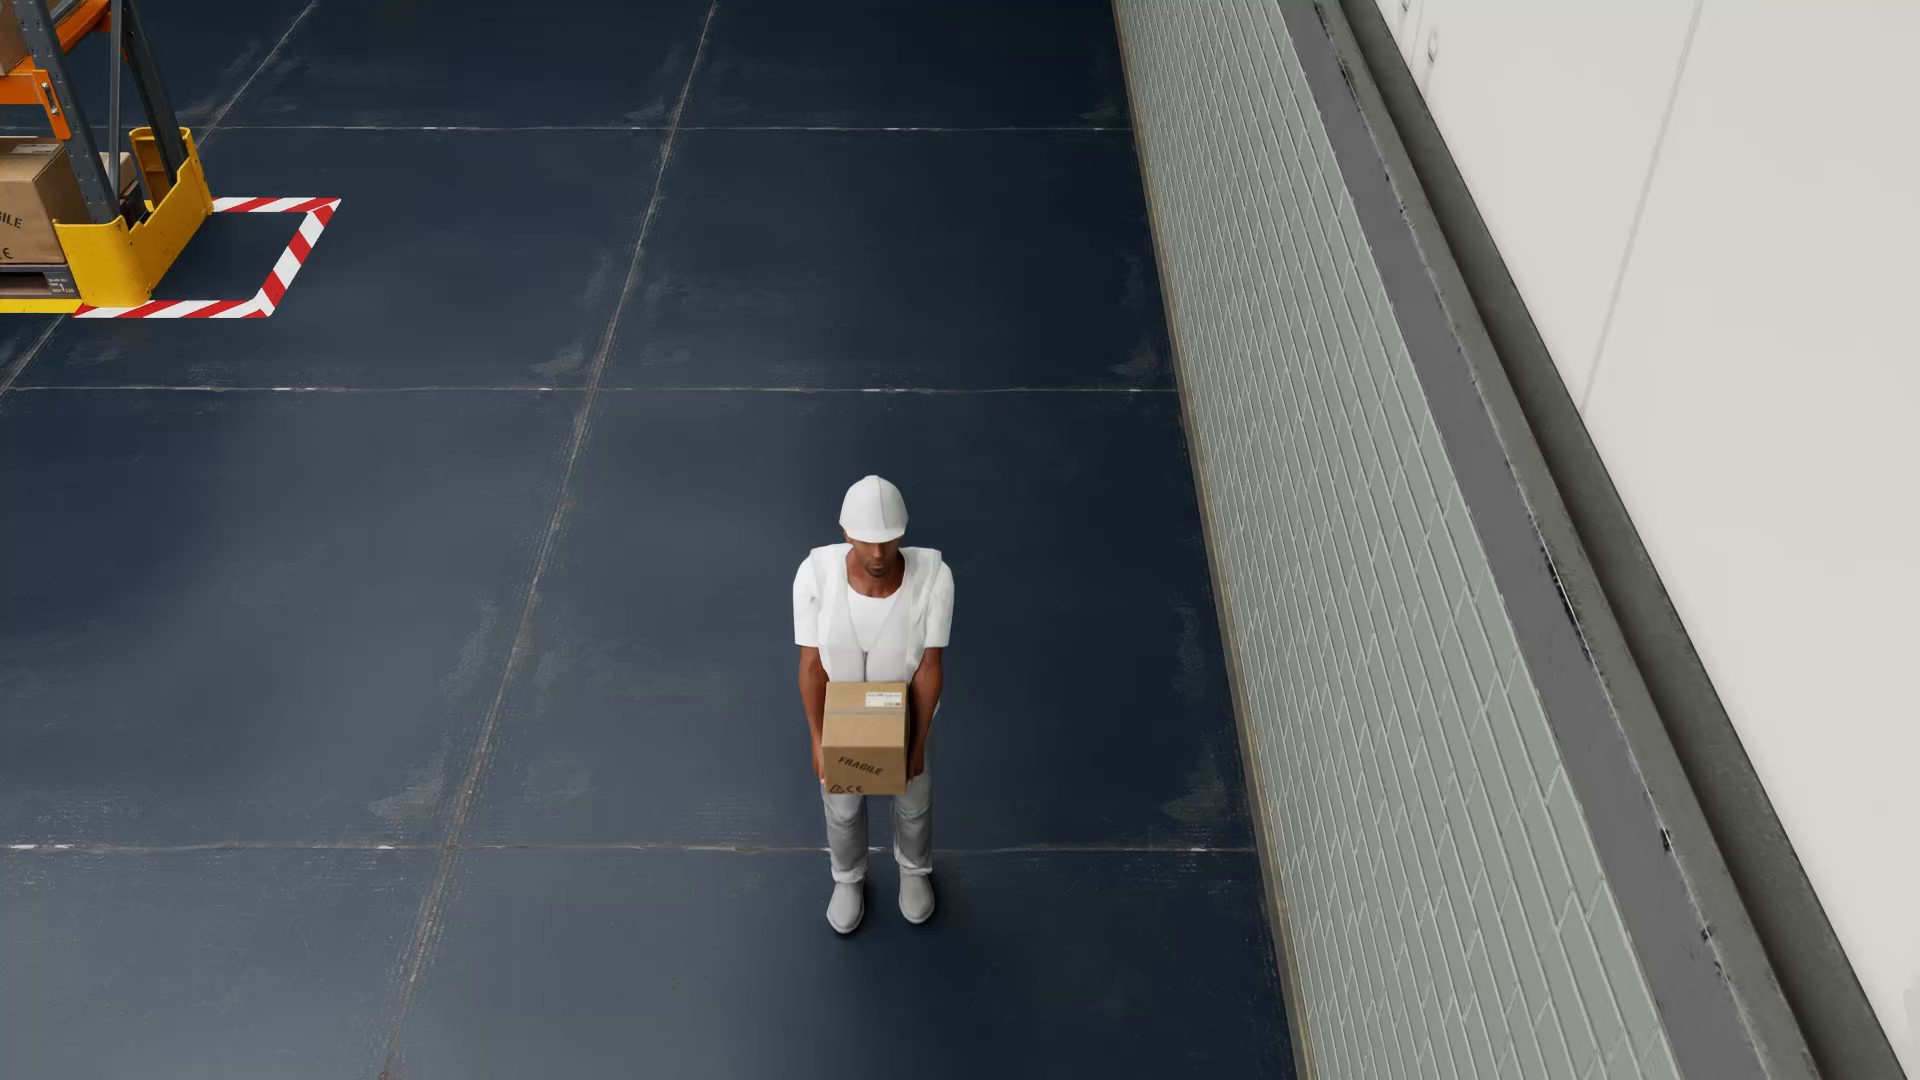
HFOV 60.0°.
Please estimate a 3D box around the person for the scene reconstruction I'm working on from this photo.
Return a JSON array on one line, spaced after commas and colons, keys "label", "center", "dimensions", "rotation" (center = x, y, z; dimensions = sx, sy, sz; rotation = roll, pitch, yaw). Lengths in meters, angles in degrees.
[{"label": "person", "center": [-0.271, 0.615, 5.391], "dimensions": [0.503, 1.760, 0.577], "rotation": [0, 39, 1]}]
